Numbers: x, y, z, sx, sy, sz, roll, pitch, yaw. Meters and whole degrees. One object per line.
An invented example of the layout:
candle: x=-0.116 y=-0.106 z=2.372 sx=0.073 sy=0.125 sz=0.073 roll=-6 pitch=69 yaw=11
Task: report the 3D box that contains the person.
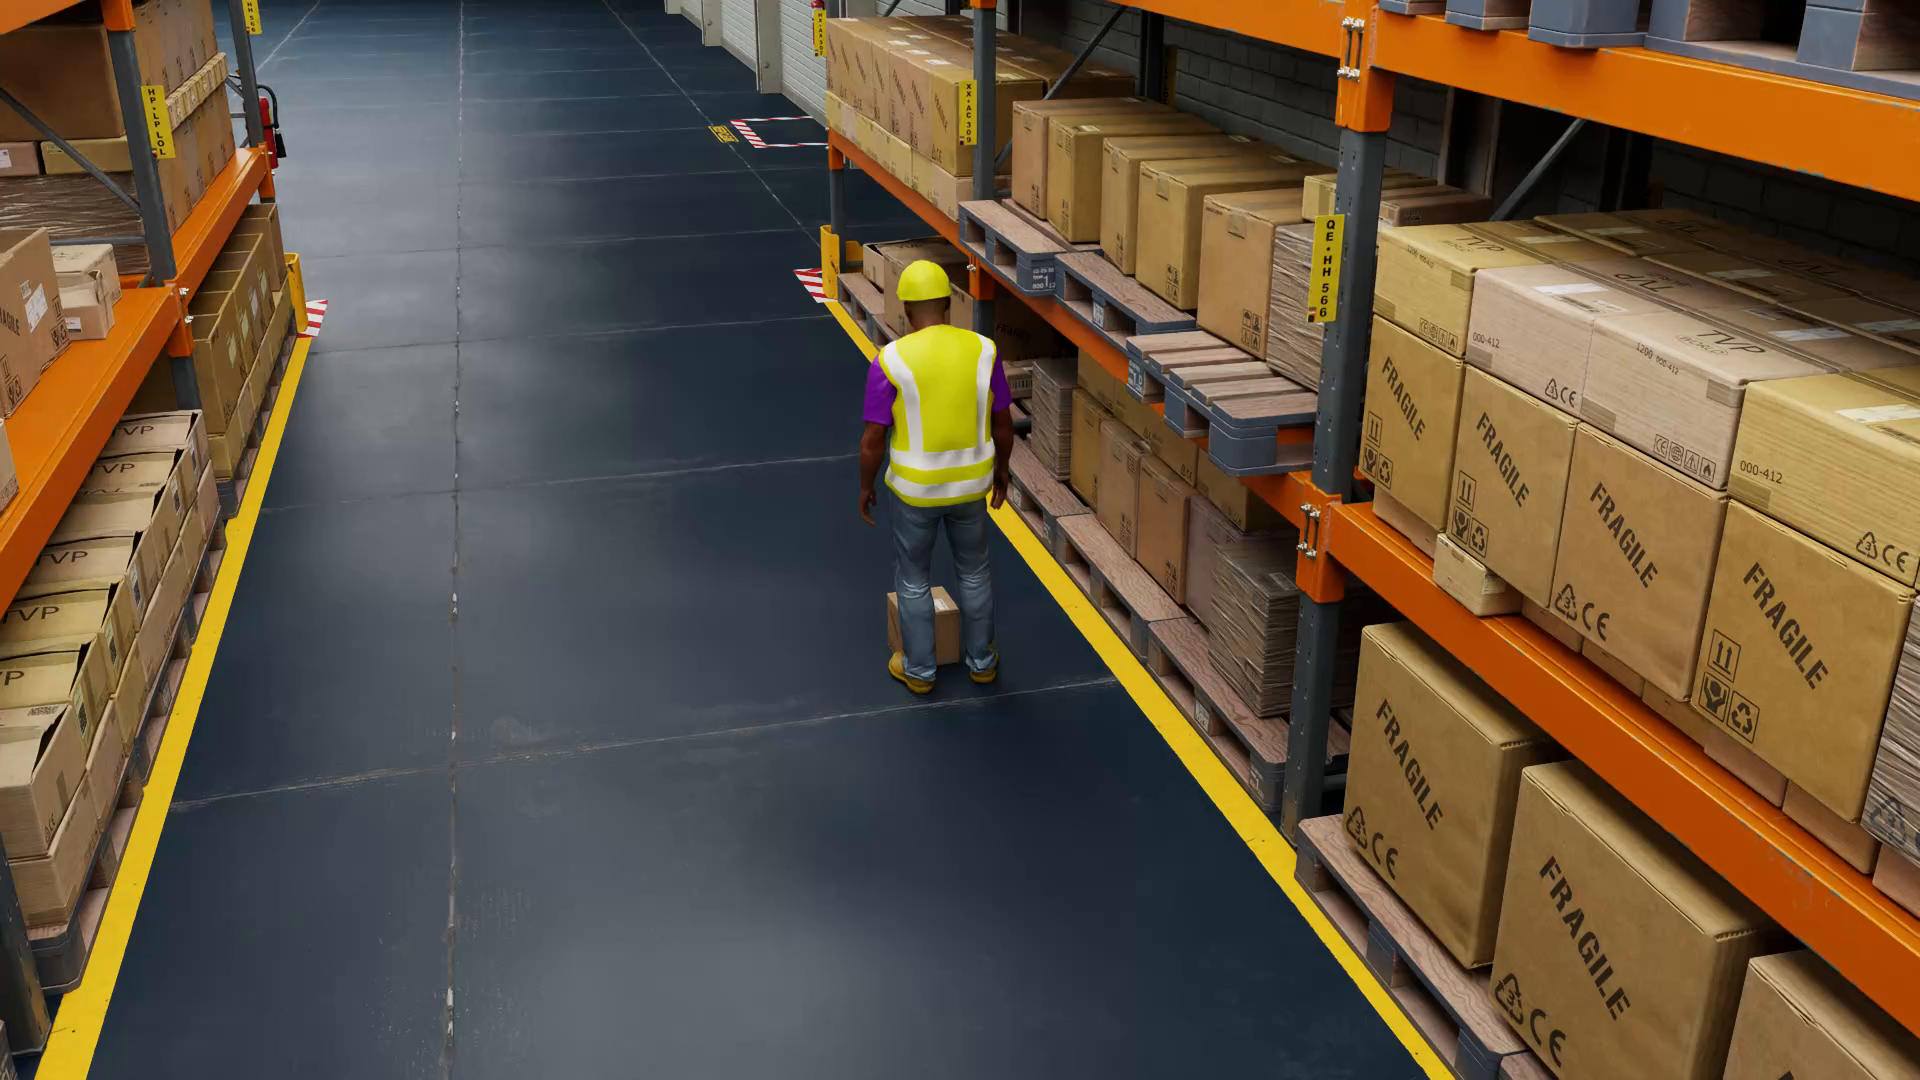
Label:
person: x=-0.080 y=-0.237 z=6.634 sx=0.628 sy=1.761 sz=0.458 roll=-6 pitch=24 yaw=-14
